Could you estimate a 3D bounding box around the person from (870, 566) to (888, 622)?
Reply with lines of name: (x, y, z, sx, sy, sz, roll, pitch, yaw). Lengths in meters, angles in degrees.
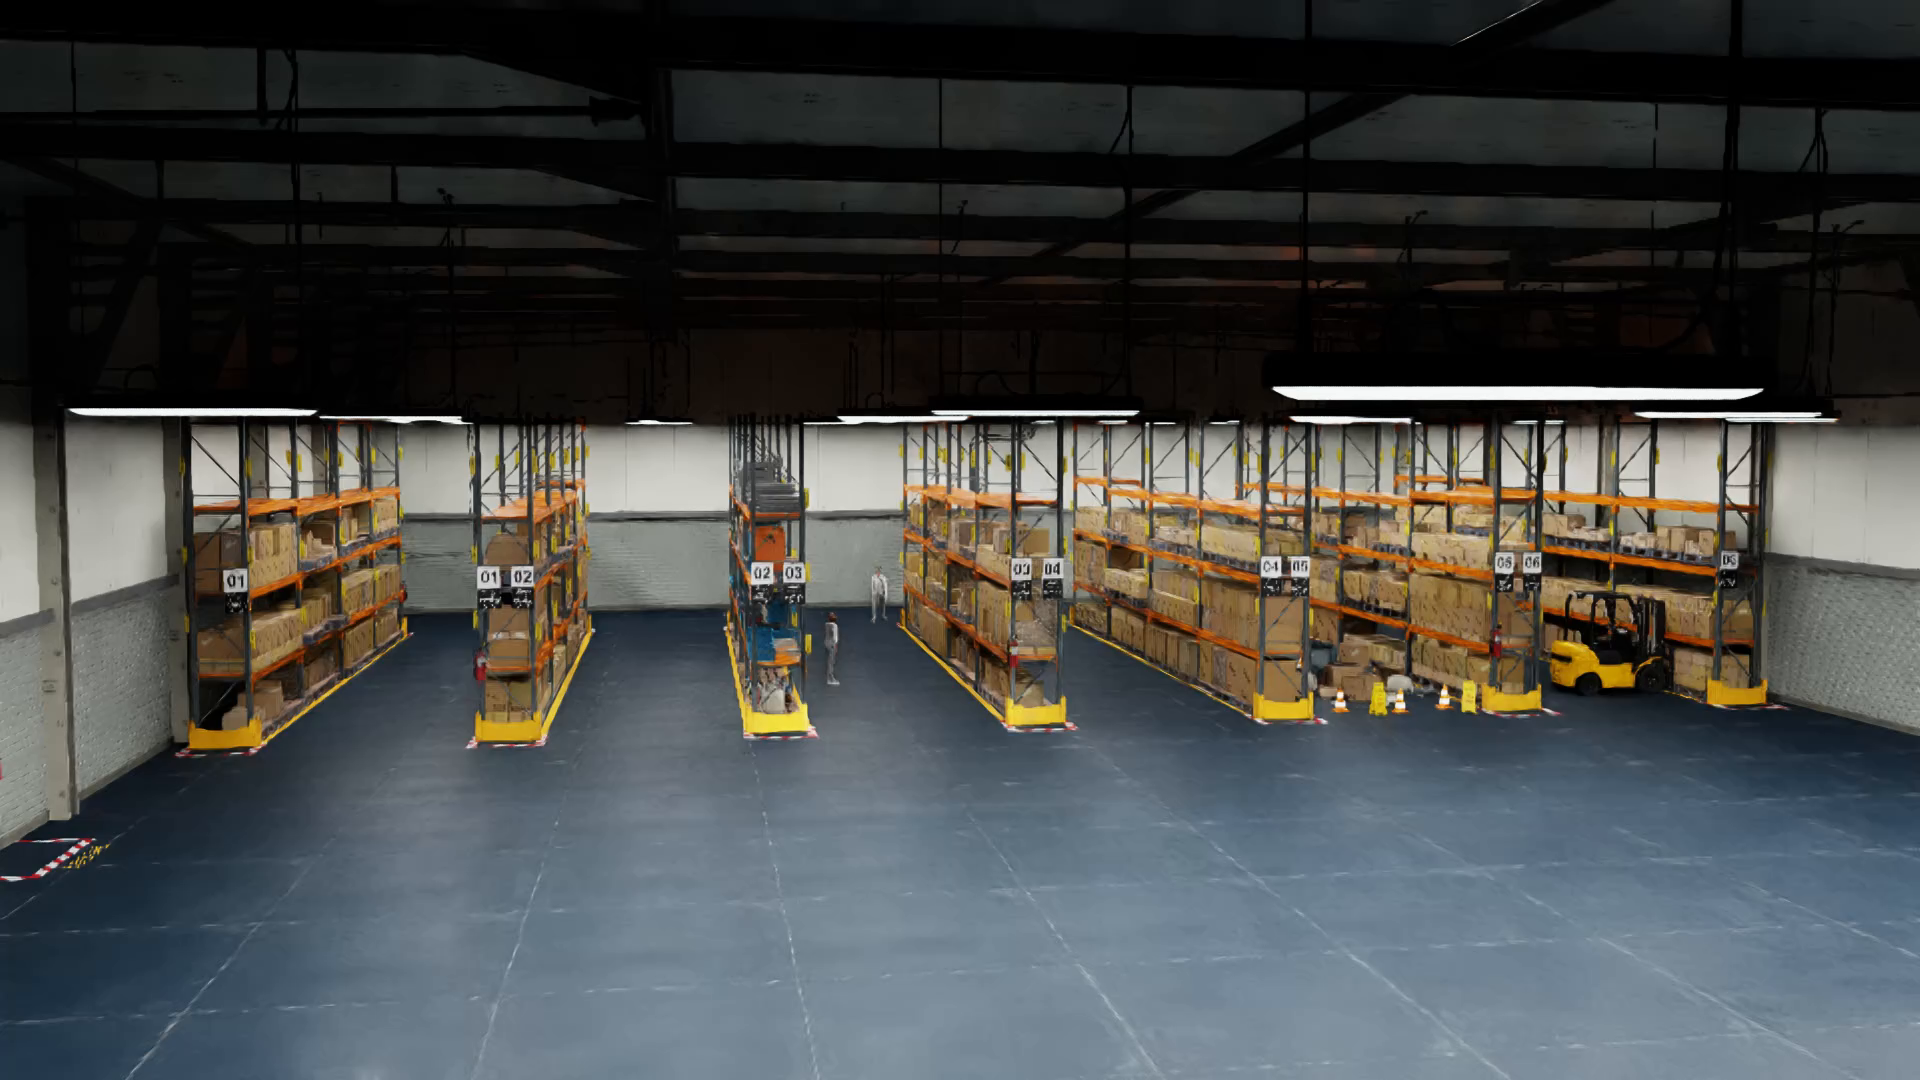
person: (-2.370, 1.570, 48.971, 0.507, 1.636, 0.901, 1, 4, 8)

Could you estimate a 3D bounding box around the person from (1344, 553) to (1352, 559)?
person: (12.602, 1.245, 53.847, 0.490, 1.639, 0.591, 3, 5, 38)

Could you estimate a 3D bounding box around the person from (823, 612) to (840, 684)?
person: (-2.831, 2.390, 37.032, 0.423, 1.599, 0.499, -3, 5, -34)

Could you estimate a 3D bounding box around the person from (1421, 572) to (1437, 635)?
person: (12.812, 1.757, 45.042, 0.588, 1.785, 0.667, 1, 4, 9)
